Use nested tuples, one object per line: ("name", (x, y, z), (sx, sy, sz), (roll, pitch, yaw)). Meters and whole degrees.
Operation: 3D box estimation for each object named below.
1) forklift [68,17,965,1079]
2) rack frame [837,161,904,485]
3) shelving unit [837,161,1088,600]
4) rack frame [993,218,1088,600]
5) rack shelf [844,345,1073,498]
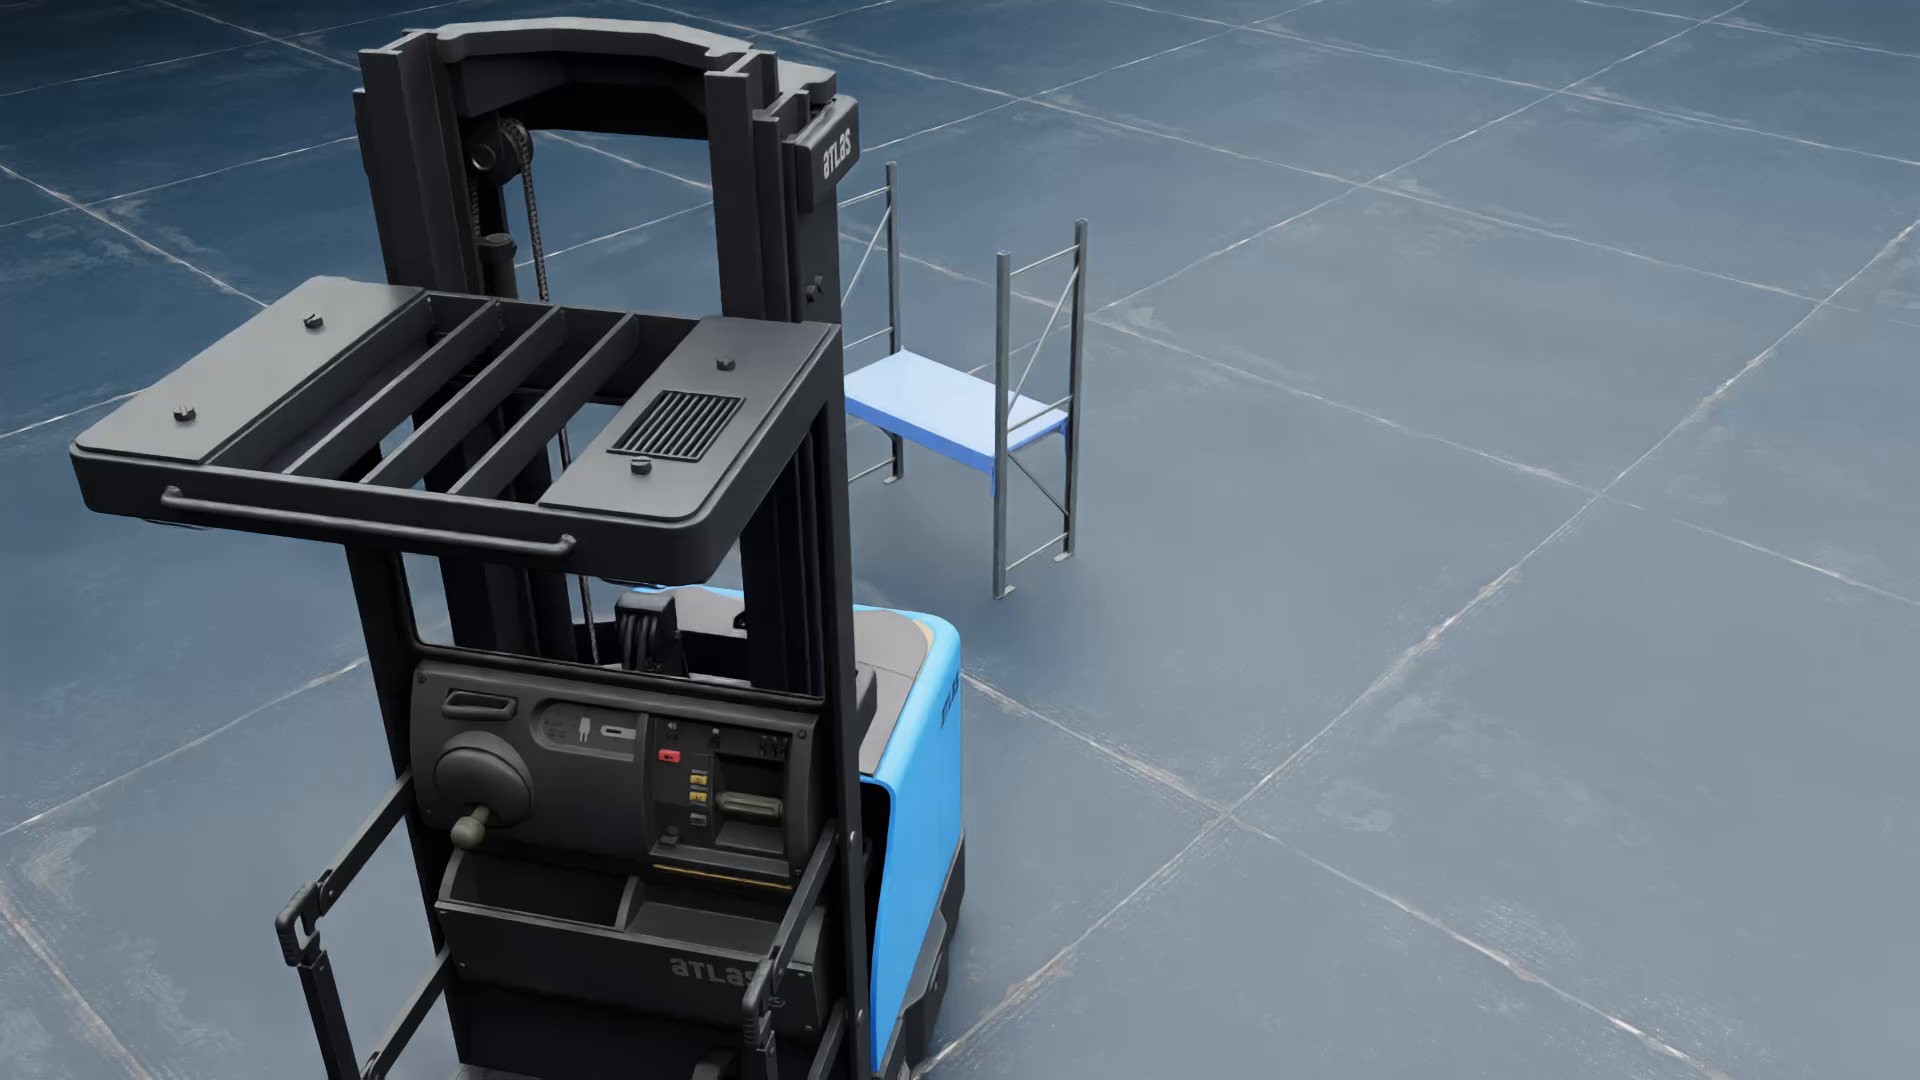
("forklift", (-0.815, 0.569, 3.463), (1.130, 2.935, 3.031), (7, 32, 11))
("rack frame", (-0.440, -0.848, 7.204), (0.032, 1.500, 0.500), (25, 39, 35))
("shelving unit", (-0.063, -0.672, 6.912), (1.048, 1.500, 0.538), (25, 39, 35))
("rack frame", (0.314, -0.496, 6.620), (0.032, 1.500, 0.500), (25, 39, 35))
("rack shelf", (-0.063, -0.518, 7.005), (1.000, 0.185, 0.538), (25, 39, 35))
